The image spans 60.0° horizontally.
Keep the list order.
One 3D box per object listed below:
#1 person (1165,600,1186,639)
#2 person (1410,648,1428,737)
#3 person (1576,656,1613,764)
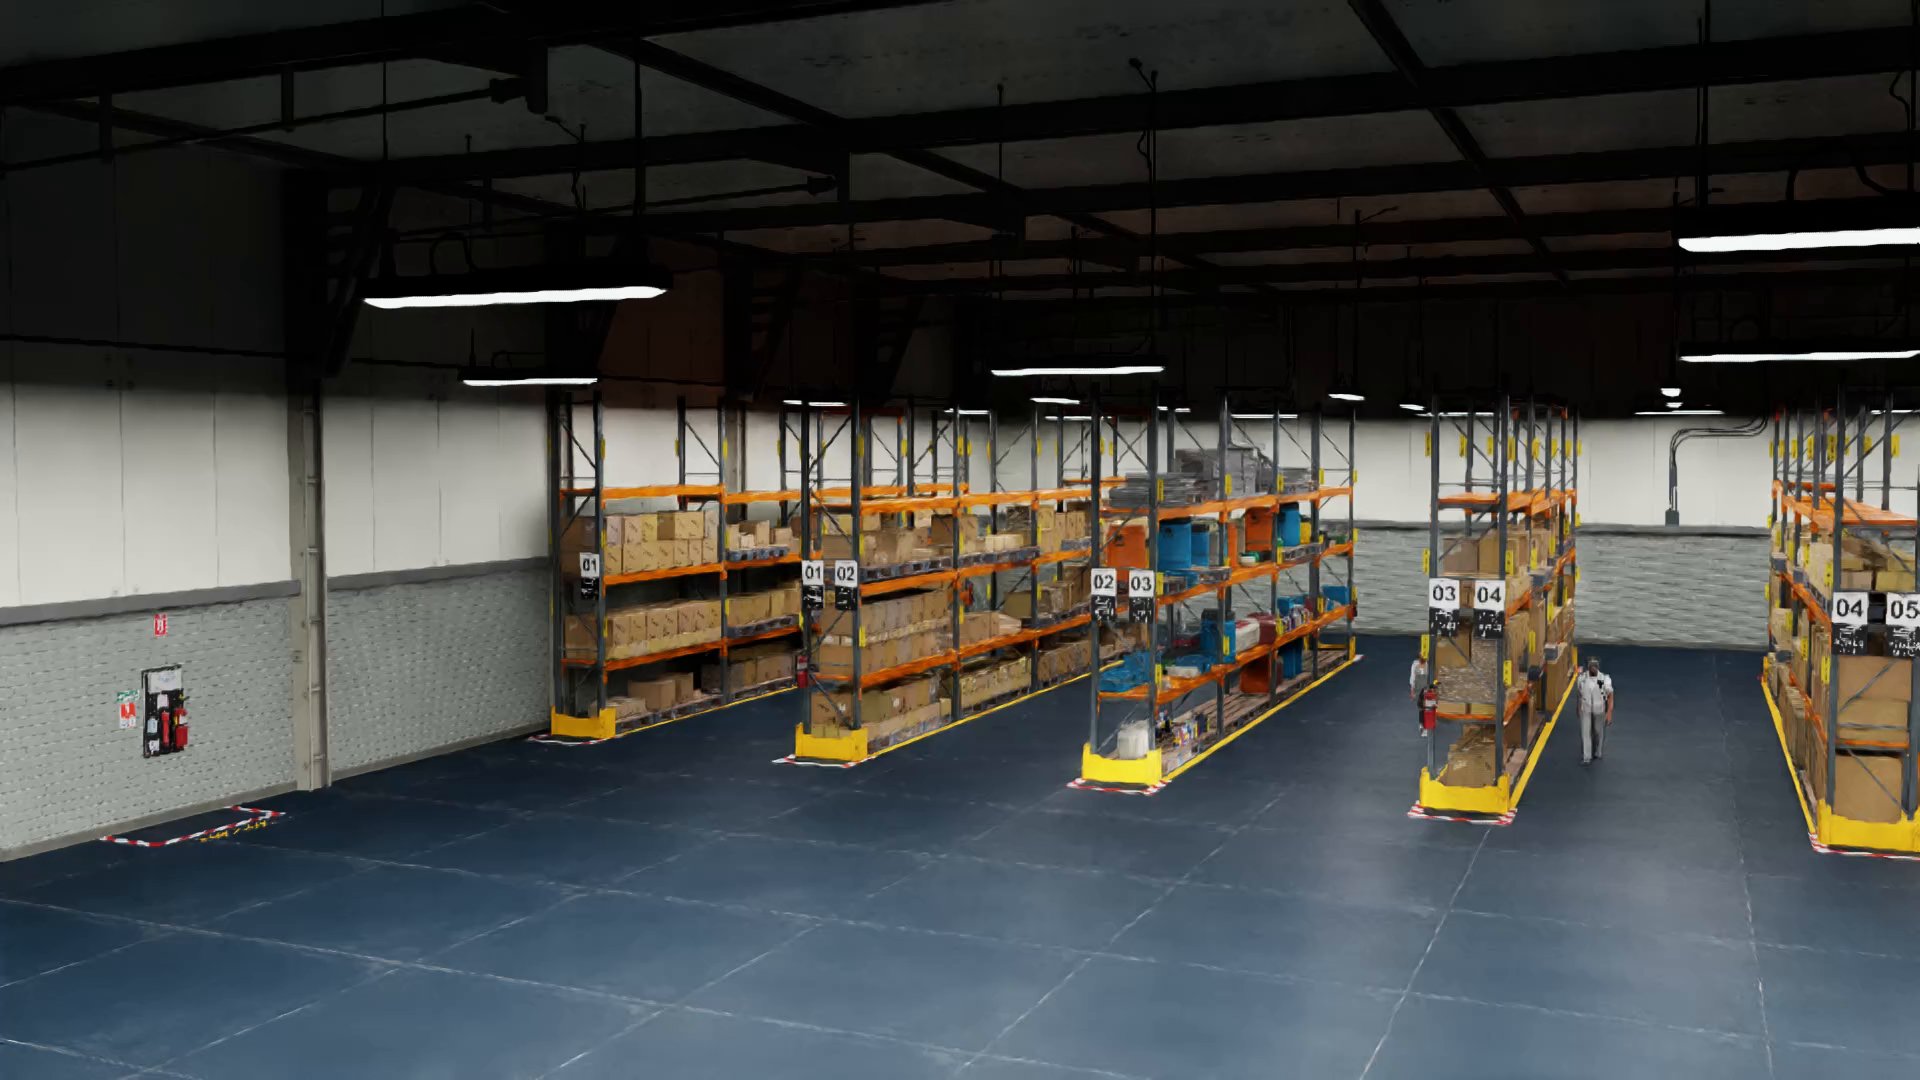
[{"bbox_3d":[5.657,1.762,43.334,0.652,1.667,0.499,-2,4,-35],"label":"person"},{"bbox_3d":[8.067,2.626,29.015,0.417,1.517,1.036,2,4,26],"label":"person"},{"bbox_3d":[10.065,2.683,26.381,0.557,1.711,1.030,1,3,22],"label":"person"}]
